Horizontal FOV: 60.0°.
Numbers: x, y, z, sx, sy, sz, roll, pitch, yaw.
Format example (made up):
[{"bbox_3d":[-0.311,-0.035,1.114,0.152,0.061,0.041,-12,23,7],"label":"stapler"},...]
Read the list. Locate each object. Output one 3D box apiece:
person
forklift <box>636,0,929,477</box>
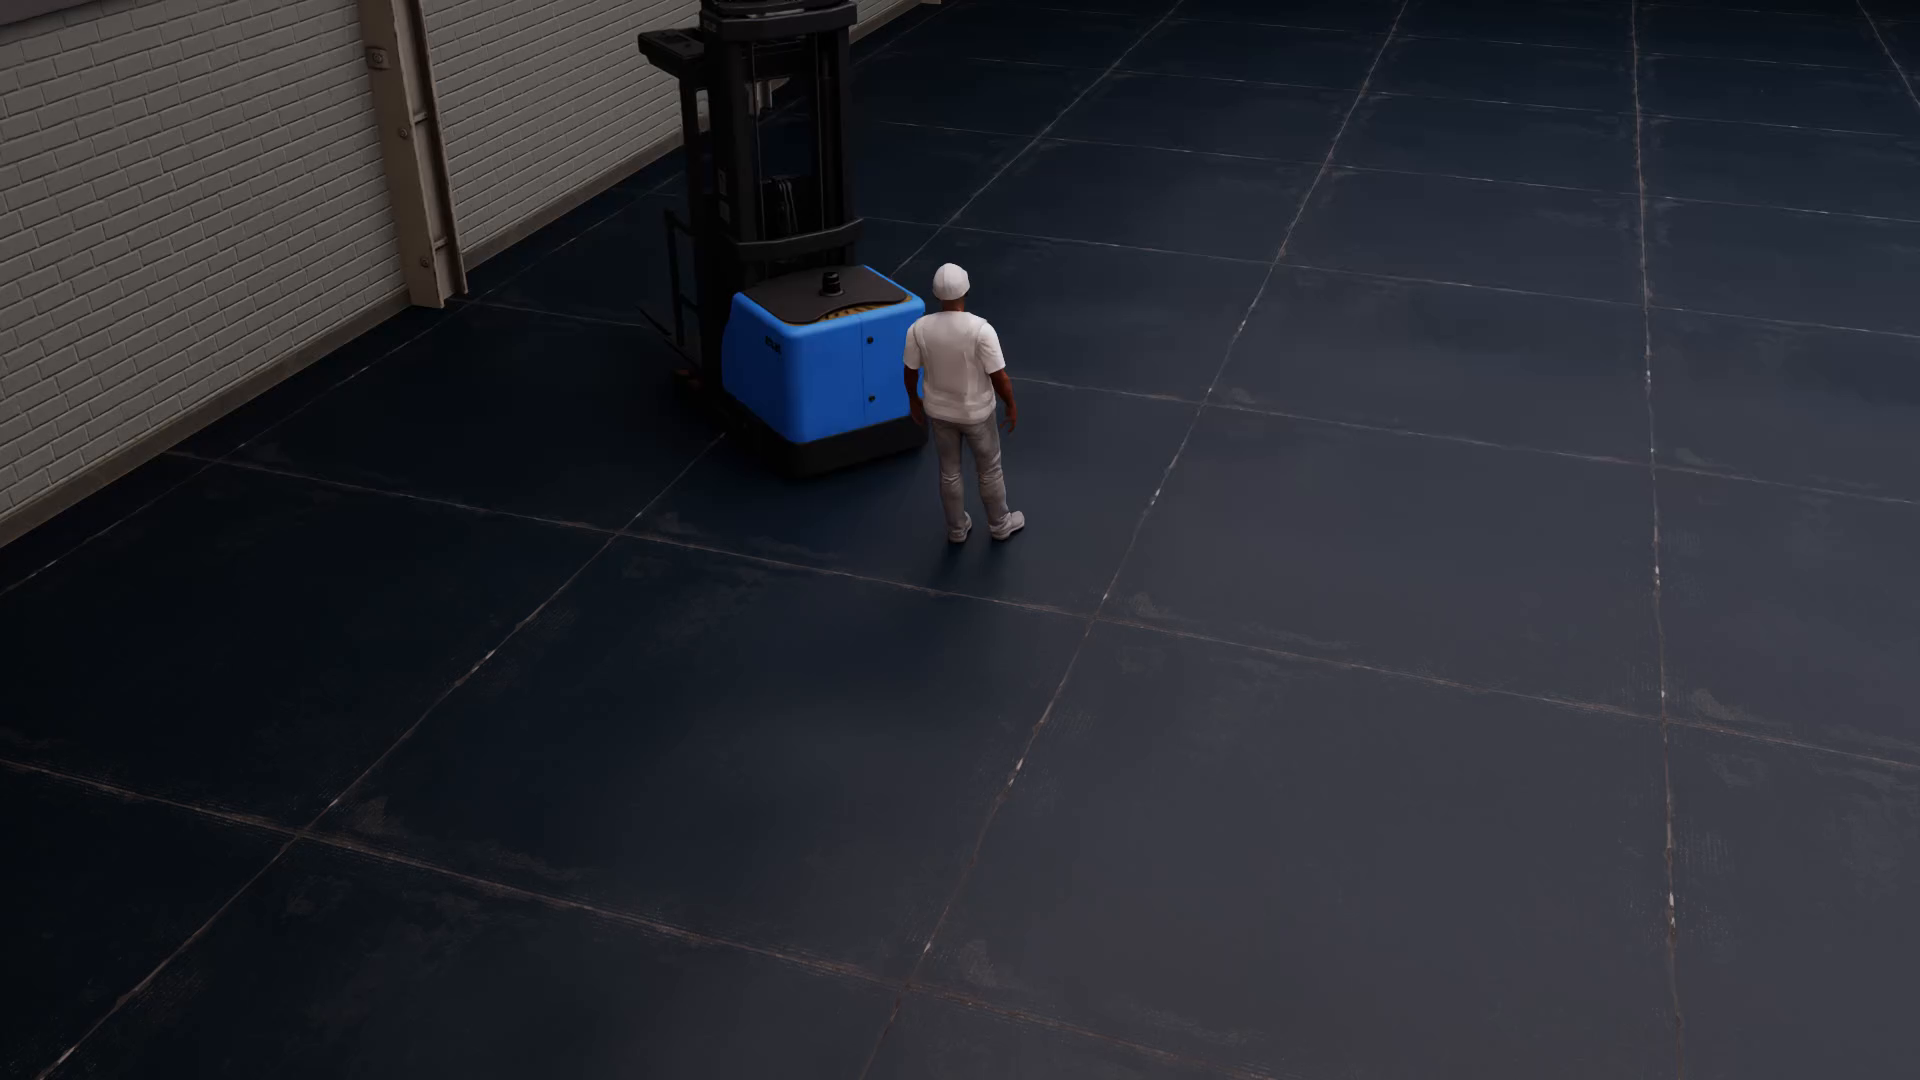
[{"bbox_3d":[0.028,-0.805,9.710,0.666,1.765,0.577,10,31,16],"label":"person"},{"bbox_3d":[-1.418,-2.364,11.283,1.130,2.935,3.031,-17,34,-28],"label":"forklift"}]
